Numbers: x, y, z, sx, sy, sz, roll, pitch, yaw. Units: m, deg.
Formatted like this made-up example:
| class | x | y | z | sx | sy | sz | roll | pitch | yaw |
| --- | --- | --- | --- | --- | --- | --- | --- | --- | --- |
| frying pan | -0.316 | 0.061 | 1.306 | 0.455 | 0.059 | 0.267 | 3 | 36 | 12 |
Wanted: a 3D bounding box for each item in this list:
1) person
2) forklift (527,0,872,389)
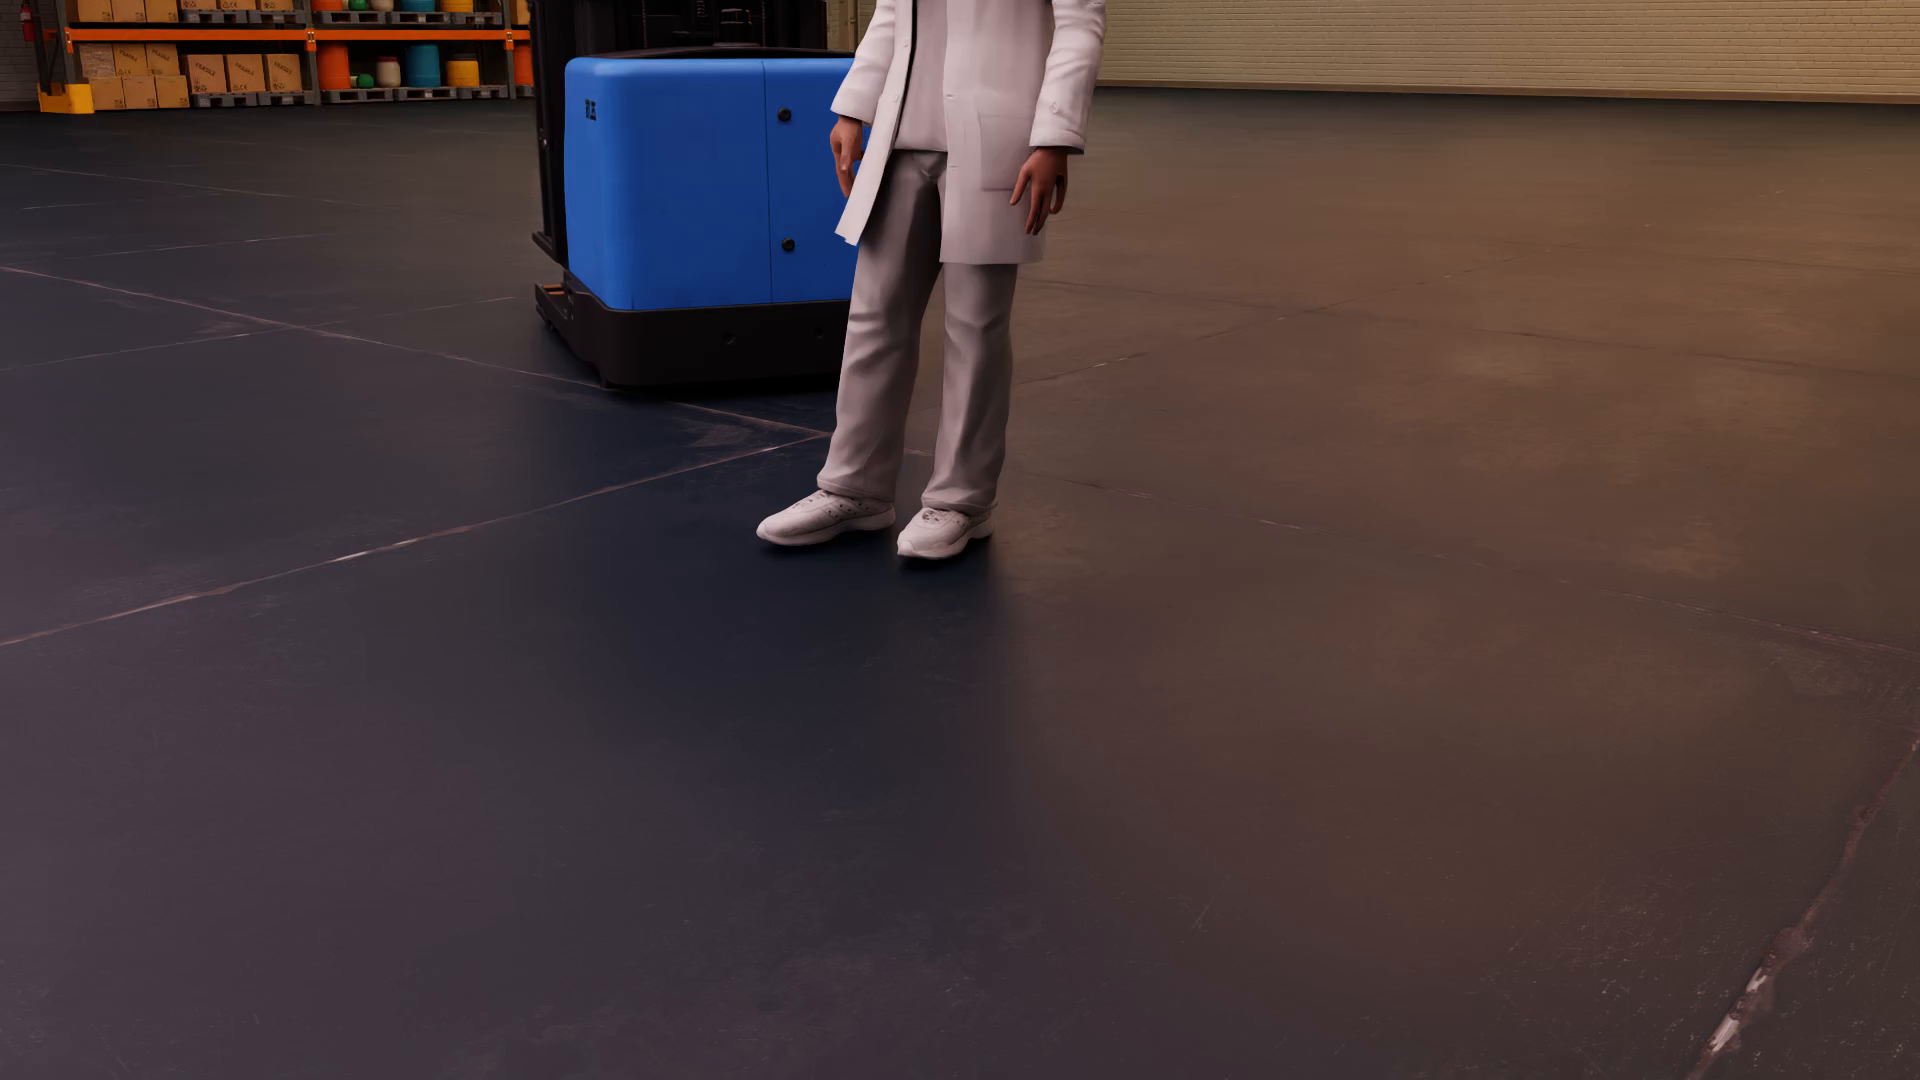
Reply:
| class | x | y | z | sx | sy | sz | roll | pitch | yaw |
| --- | --- | --- | --- | --- | --- | --- | --- | --- | --- |
| person | -0.061 | -0.837 | 3.616 | 0.696 | 1.777 | 0.578 | 13 | 21 | 37 |
| forklift | -1.125 | -2.281 | 6.410 | 1.130 | 2.935 | 3.031 | -6 | 18 | -19 |
